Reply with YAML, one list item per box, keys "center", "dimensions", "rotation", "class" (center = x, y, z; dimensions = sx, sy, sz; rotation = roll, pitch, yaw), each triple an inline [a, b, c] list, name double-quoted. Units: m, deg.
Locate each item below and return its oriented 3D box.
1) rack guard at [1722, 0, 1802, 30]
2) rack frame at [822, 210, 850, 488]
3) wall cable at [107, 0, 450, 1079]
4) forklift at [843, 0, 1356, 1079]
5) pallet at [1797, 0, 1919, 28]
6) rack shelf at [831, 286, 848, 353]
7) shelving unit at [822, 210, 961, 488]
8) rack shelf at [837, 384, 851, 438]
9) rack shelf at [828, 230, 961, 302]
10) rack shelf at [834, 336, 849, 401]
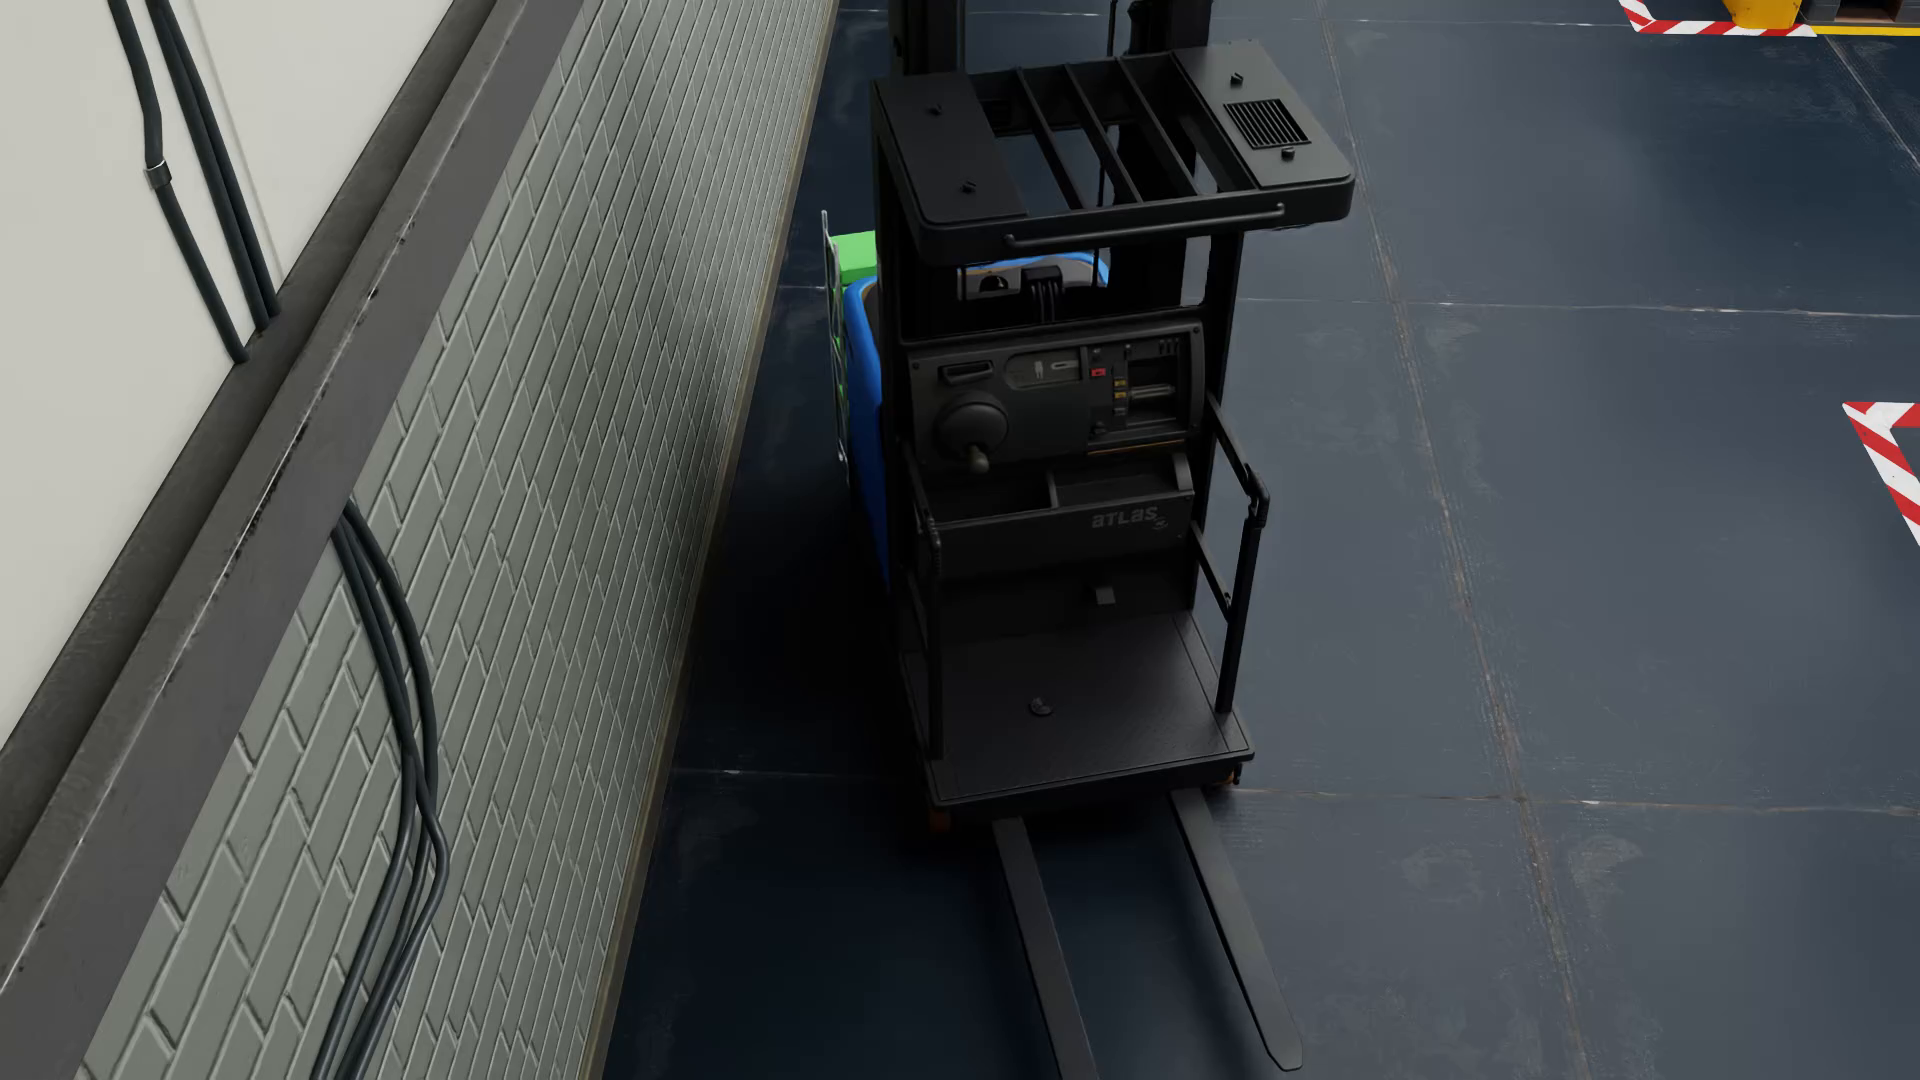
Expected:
- center: [4.912, -3.674, 10.327]
  dimensions: [0.348, 0.500, 1.175]
  rotation: [2, 43, 2]
  class: "rack guard"
- center: [-0.490, -0.738, 6.662]
  dimensions: [0.015, 1.200, 0.240]
  rotation: [-10, 44, -11]
  class: "rack frame"
- center: [-1.144, 0.673, 1.703]
  dimensions: [0.112, 2.526, 3.097]
  rotation: [2, 43, 2]
  class: "wall cable"
- center: [0.350, -0.352, 4.978]
  dimensions: [1.130, 2.935, 3.031]
  rotation: [-8, 44, -9]
  class: "forklift"
- center: [5.758, -3.525, 10.379]
  dimensions: [1.213, 0.211, 1.003]
  rotation: [2, 43, 2]
  class: "pallet"
- center: [-0.254, -0.910, 6.588]
  dimensions: [0.480, 0.148, 0.258]
  rotation: [-10, 44, -11]
  class: "rack shelf"
- center: [-0.254, -0.781, 6.708]
  dimensions: [0.503, 1.200, 0.258]
  rotation: [-10, 44, -11]
  class: "shelving unit"
- center: [-0.254, -0.559, 6.915]
  dimensions: [0.480, 0.148, 0.258]
  rotation: [-10, 44, -11]
  class: "rack shelf"
- center: [-0.254, -1.085, 6.424]
  dimensions: [0.480, 0.148, 0.258]
  rotation: [-10, 44, -11]
  class: "rack shelf"
- center: [-0.254, -0.734, 6.752]
  dimensions: [0.480, 0.148, 0.258]
  rotation: [-10, 44, -11]
  class: "rack shelf"
